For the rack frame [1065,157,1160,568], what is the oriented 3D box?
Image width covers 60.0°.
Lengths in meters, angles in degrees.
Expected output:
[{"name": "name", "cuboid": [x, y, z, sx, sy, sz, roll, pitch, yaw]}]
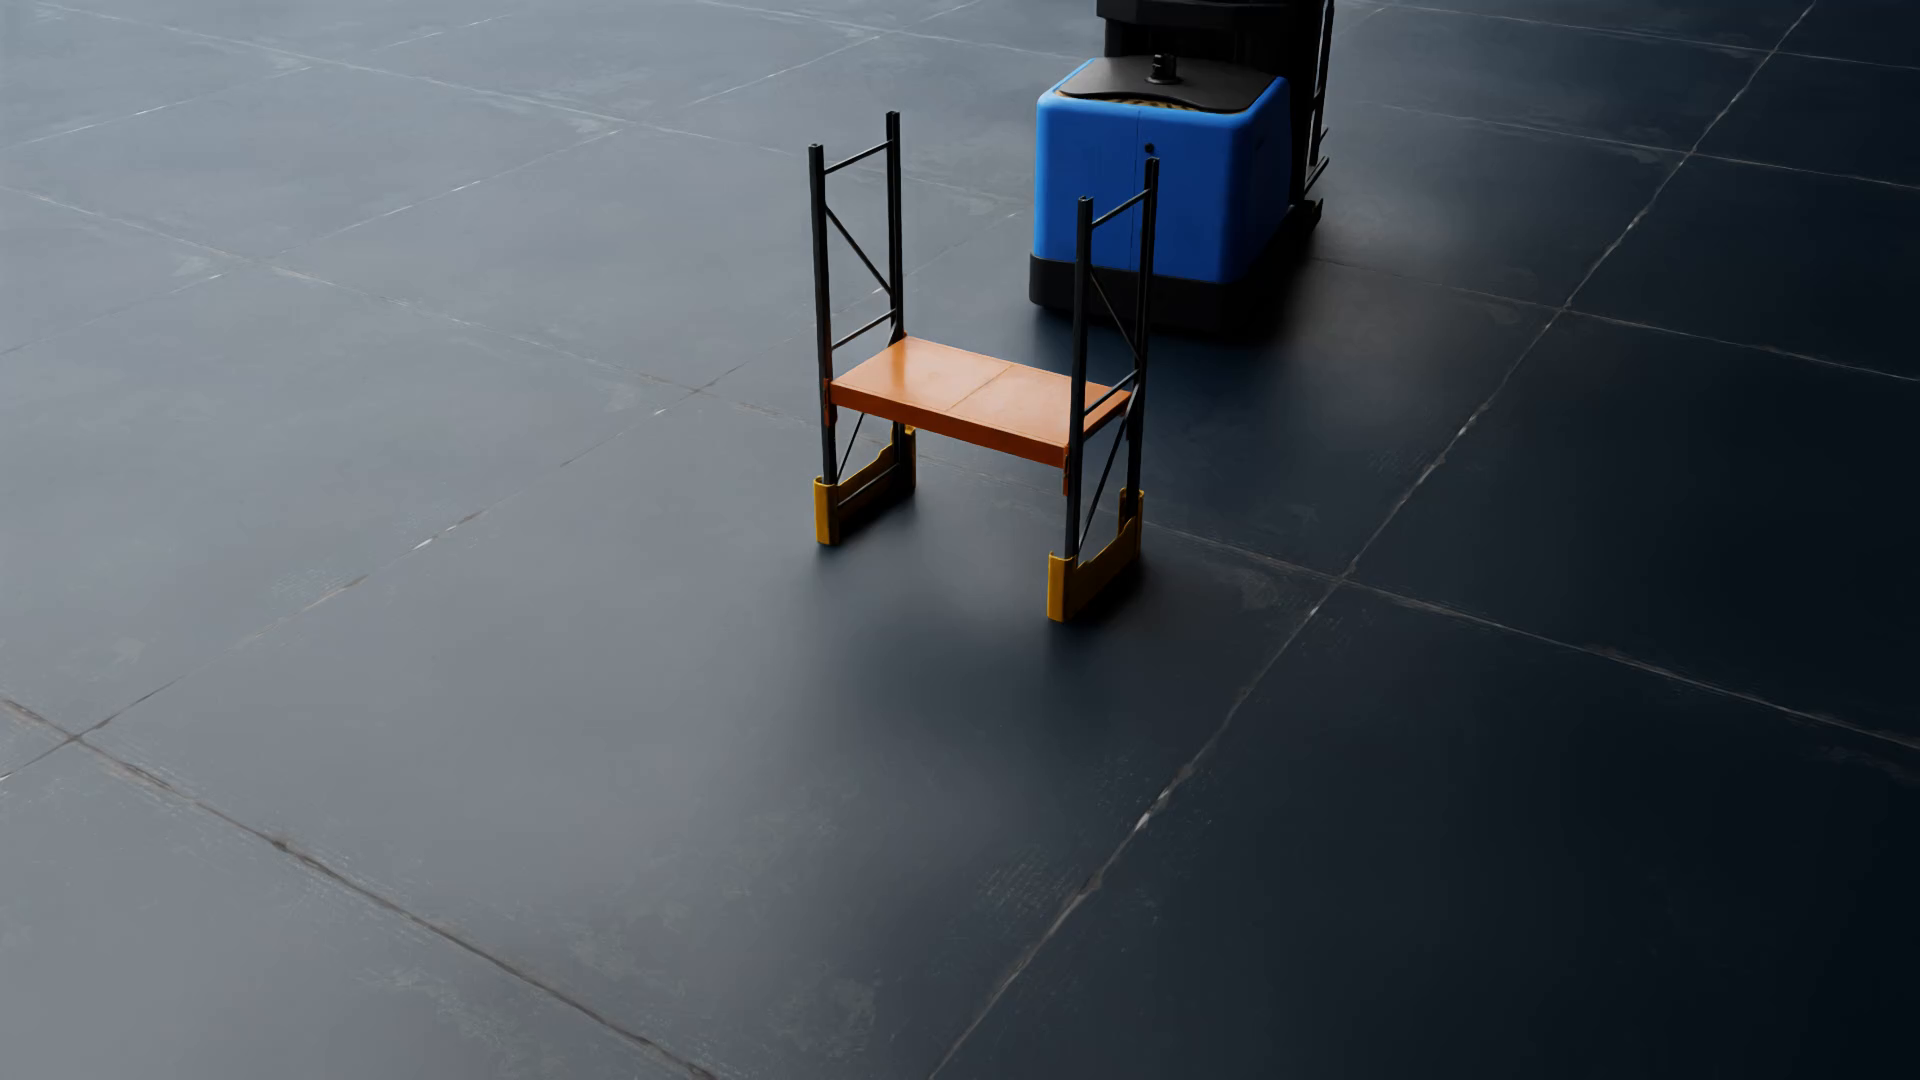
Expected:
[{"name": "rack frame", "cuboid": [0.503, -0.489, 5.599, 0.032, 1.500, 0.500, 18, 35, 27]}]

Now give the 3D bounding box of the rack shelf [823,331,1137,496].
[{"name": "rack shelf", "cuboid": [0.072, -0.470, 5.924, 1.000, 0.185, 0.538, 18, 35, 27]}]

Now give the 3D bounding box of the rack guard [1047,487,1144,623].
[{"name": "rack guard", "cuboid": [0.486, 0.046, 5.923, 0.087, 0.250, 0.587, 18, 35, 27]}]

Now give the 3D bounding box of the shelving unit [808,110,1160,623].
[{"name": "shelving unit", "cuboid": [0.065, -0.627, 5.837, 1.083, 1.500, 0.587, 18, 35, 27]}]

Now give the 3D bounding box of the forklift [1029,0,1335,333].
[{"name": "forklift", "cuboid": [1.361, -2.962, 8.419, 1.130, 2.935, 3.031, 12, 32, 19]}]

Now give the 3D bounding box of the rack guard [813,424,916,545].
[{"name": "rack guard", "cuboid": [-0.357, -0.221, 6.381, 0.087, 0.250, 0.587, 18, 35, 27]}]

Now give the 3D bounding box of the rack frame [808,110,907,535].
[{"name": "rack frame", "cuboid": [-0.358, -0.761, 6.066, 0.032, 1.500, 0.500, 18, 35, 27]}]
